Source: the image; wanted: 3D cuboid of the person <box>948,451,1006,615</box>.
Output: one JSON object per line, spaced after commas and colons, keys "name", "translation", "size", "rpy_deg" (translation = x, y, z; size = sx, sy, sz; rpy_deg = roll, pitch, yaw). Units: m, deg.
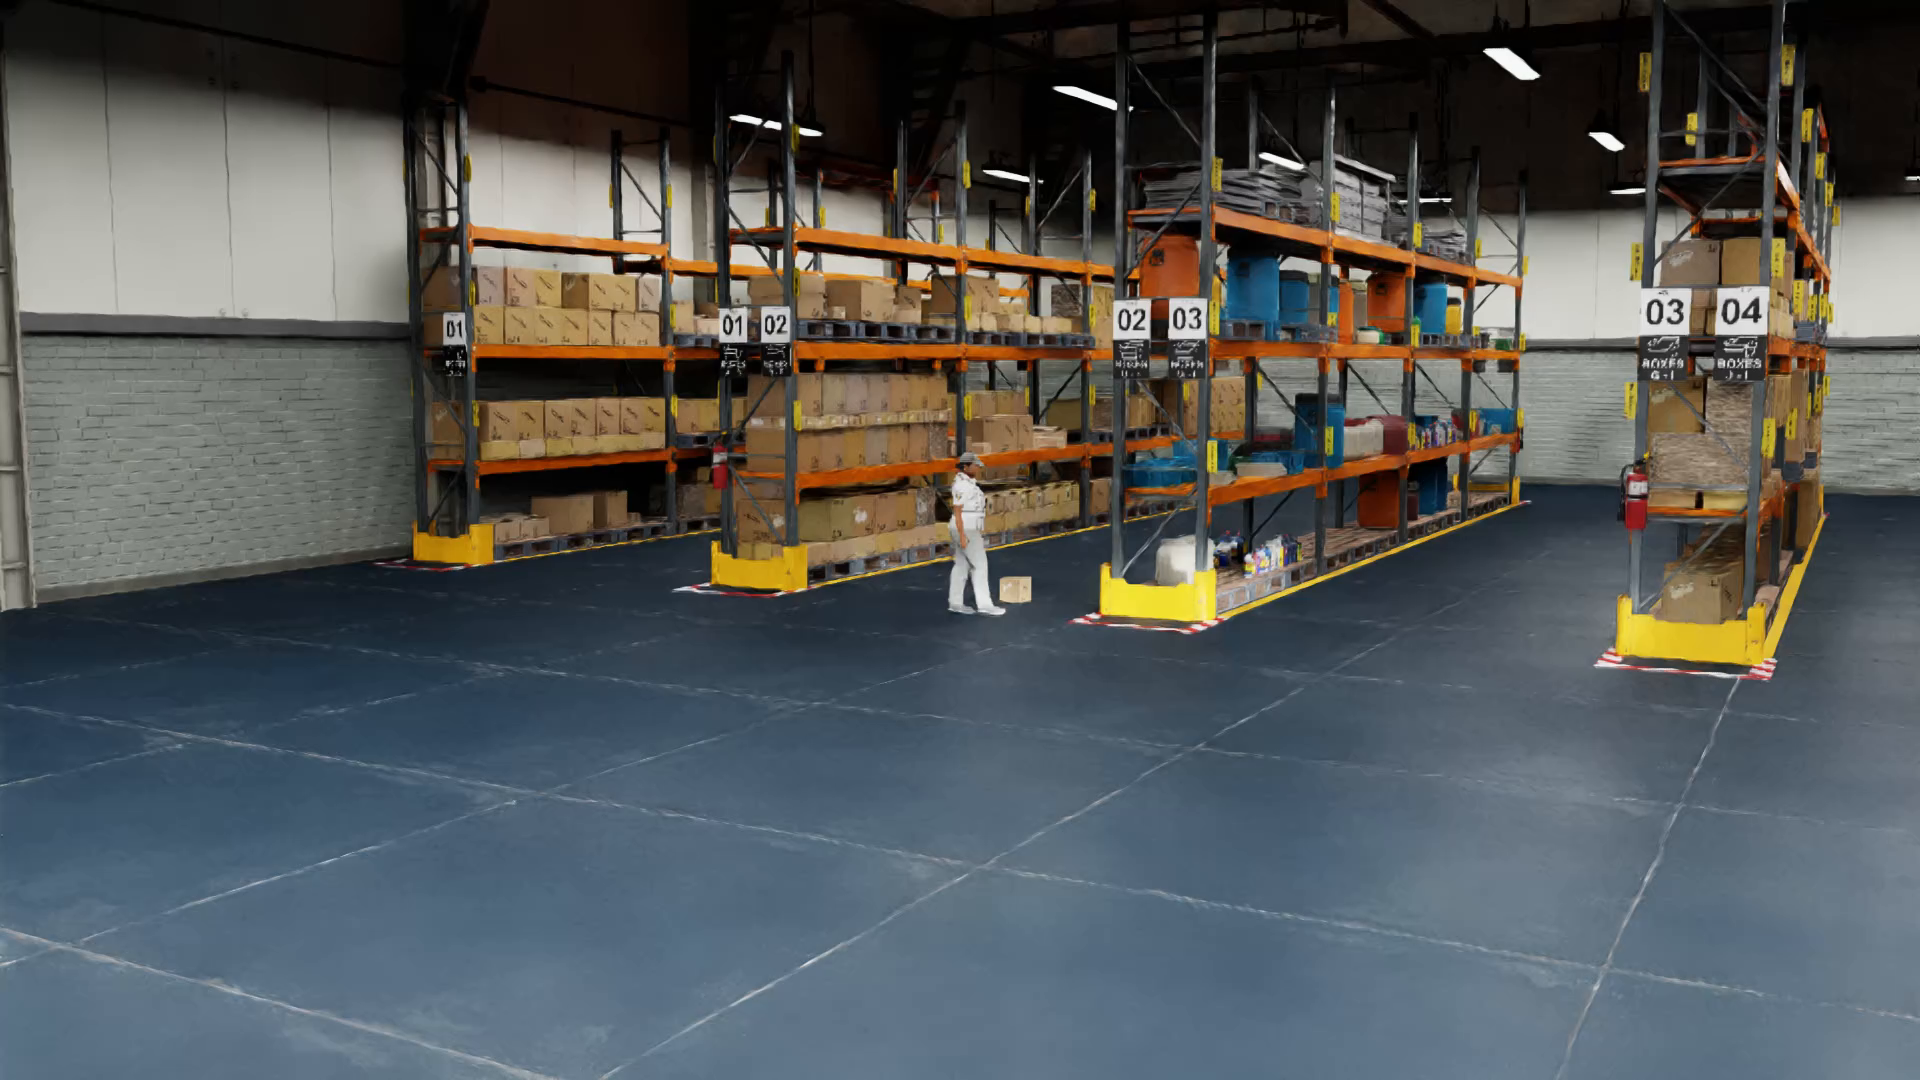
{"name": "person", "translation": [0.171, -0.074, 17.010], "size": [0.593, 1.666, 0.569], "rpy_deg": [0, 6, 0]}
